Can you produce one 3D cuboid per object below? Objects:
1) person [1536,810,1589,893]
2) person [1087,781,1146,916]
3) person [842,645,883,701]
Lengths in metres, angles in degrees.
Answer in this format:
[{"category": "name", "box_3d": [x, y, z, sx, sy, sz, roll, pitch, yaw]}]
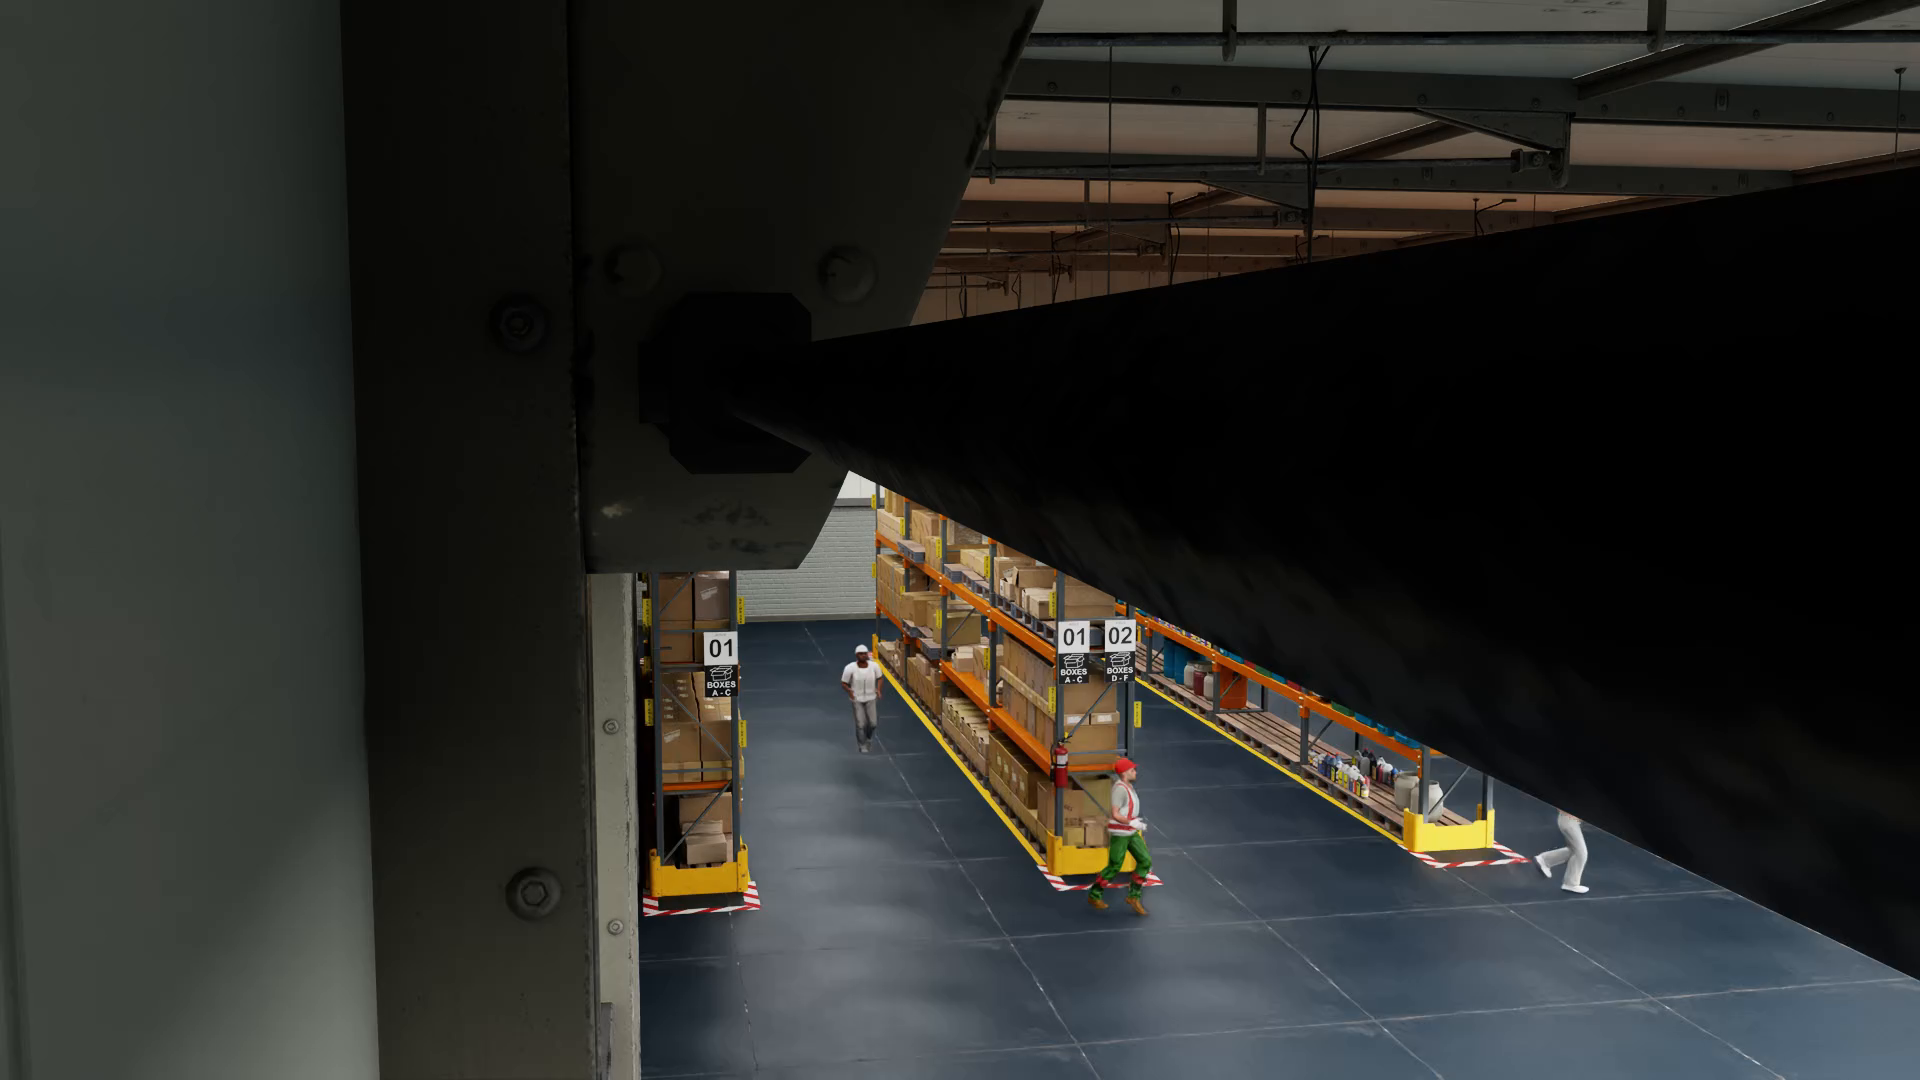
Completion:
[{"category": "person", "box_3d": [7.330, 3.573, 20.201, 0.625, 1.386, 0.545, 2, 6, 22]}, {"category": "person", "box_3d": [1.875, 3.591, 19.468, 0.700, 1.530, 0.507, 3, 6, 25]}, {"category": "person", "box_3d": [-1.497, 2.078, 25.957, 0.674, 0.875, 0.518, -1, 6, -13]}]
